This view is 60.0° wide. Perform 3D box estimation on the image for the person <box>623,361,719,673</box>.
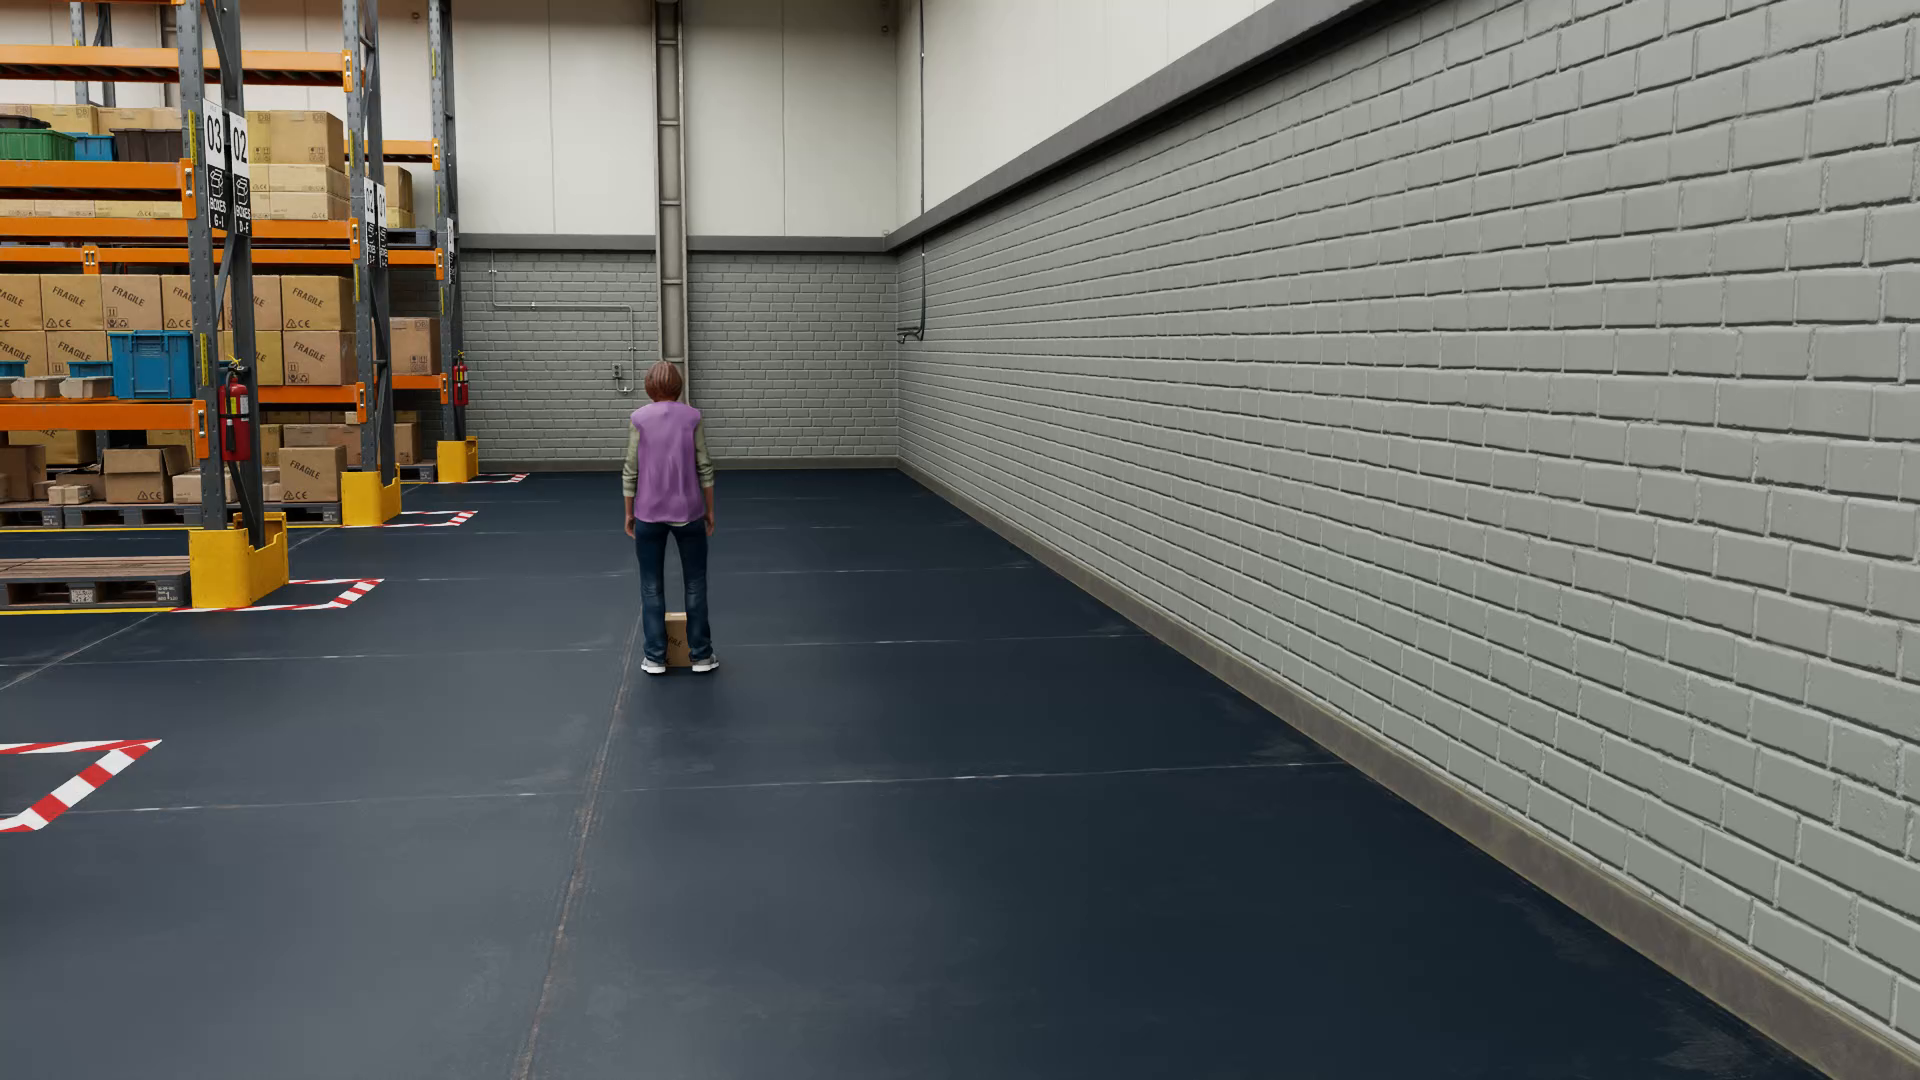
[{"bbox_3d":[-1.479,-0.112,8.484,0.467,1.592,0.350,-1,7,-9],"label":"person"}]
